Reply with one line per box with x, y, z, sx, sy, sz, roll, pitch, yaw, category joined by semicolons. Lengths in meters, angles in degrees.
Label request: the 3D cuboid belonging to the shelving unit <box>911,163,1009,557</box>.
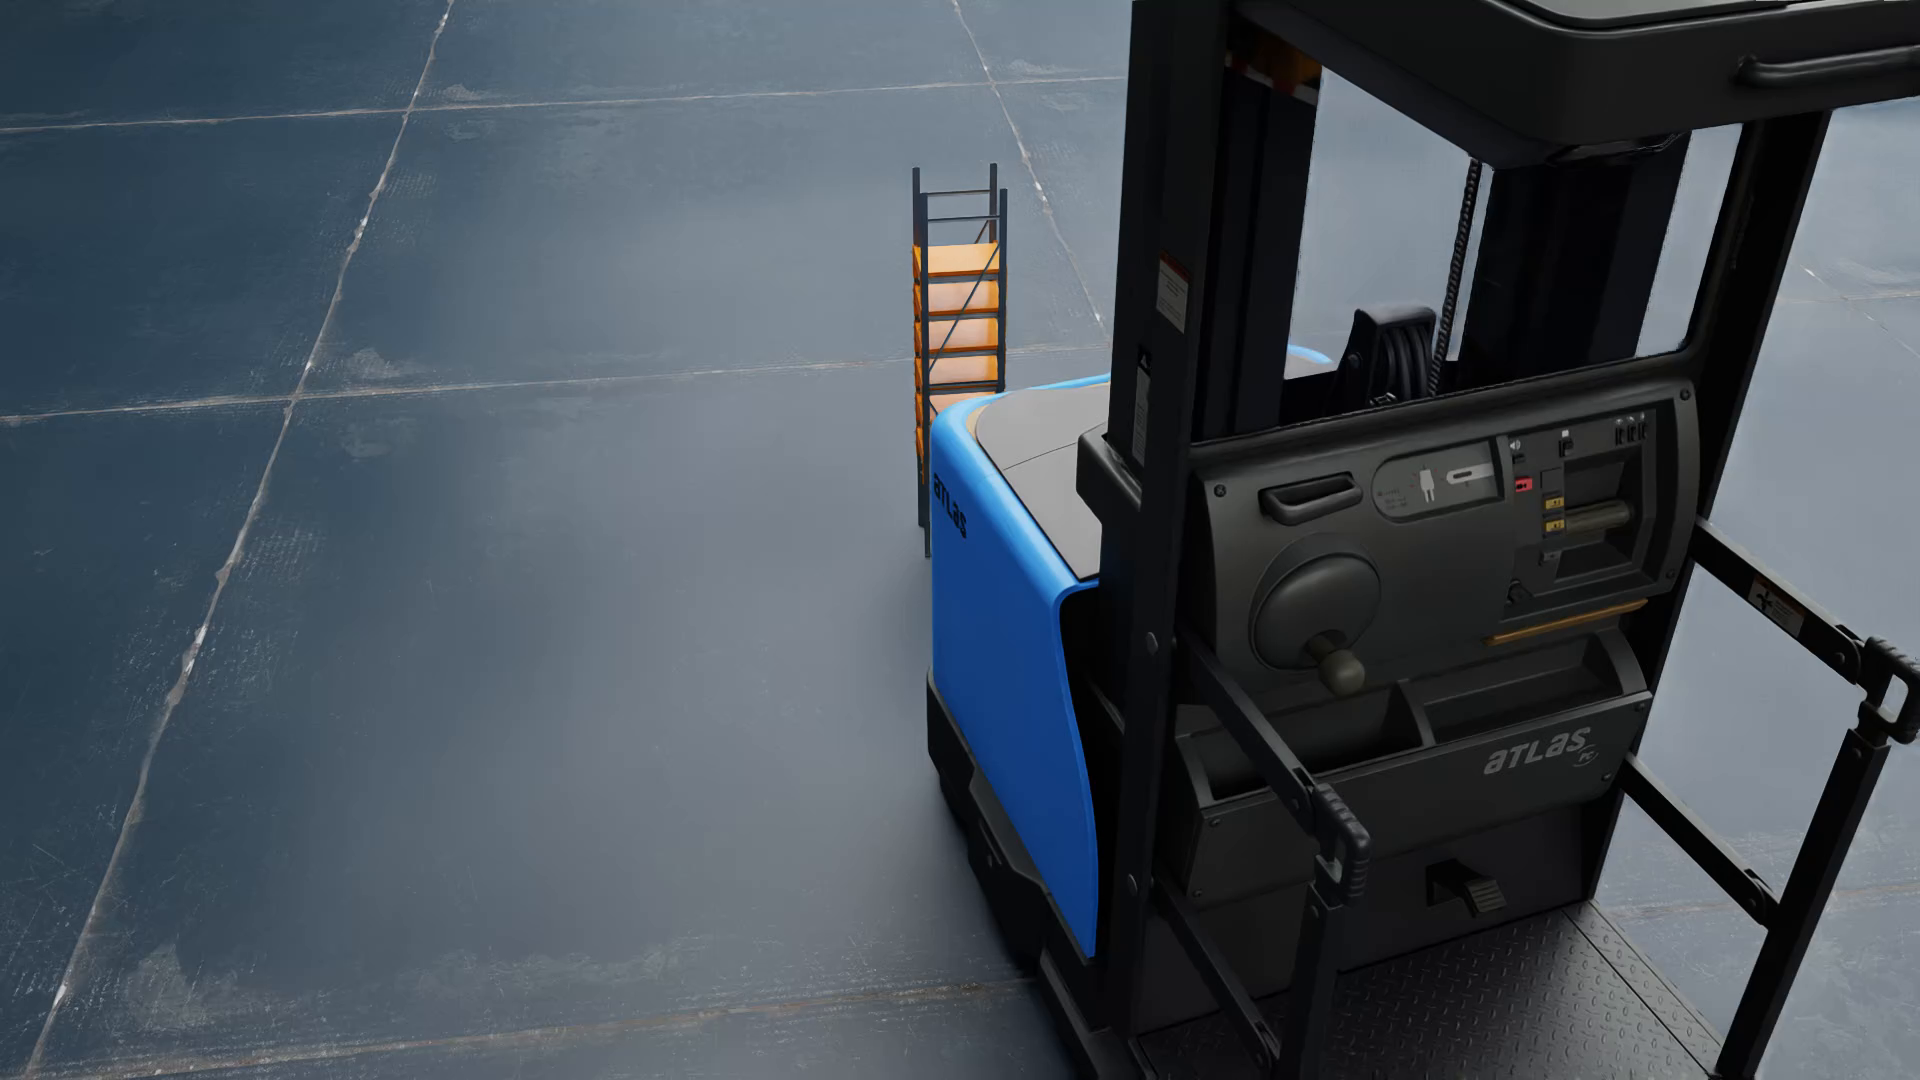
-0.002;-0.504;4.924;0.258;1.200;0.189;-4;35;-6;shelving unit

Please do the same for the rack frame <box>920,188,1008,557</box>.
0.010;-0.453;4.849;0.240;1.200;0.006;-4;35;-6;rack frame

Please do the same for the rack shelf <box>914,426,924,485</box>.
-0.002;-0.269;5.084;0.258;0.103;0.180;-4;35;-6;rack shelf

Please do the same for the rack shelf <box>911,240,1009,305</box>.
-0.002;-0.765;4.746;0.258;0.103;0.180;-4;35;-6;rack shelf

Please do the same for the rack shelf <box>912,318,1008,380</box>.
-0.002;-0.566;4.881;0.258;0.103;0.180;-4;35;-6;rack shelf

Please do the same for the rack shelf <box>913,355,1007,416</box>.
-0.002;-0.467;4.949;0.258;0.103;0.180;-4;35;-6;rack shelf

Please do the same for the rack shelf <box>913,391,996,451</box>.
-0.002;-0.368;5.017;0.258;0.103;0.180;-4;35;-6;rack shelf

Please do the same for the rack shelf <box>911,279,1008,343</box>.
-0.002;-0.665;4.814;0.258;0.103;0.180;-4;35;-6;rack shelf

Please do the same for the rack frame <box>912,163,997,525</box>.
-0.014;-0.555;4.999;0.240;1.200;0.006;-4;35;-6;rack frame

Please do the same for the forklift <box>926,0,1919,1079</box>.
0.899;0.051;2.573;1.130;2.935;3.031;-12;36;-17;forklift
